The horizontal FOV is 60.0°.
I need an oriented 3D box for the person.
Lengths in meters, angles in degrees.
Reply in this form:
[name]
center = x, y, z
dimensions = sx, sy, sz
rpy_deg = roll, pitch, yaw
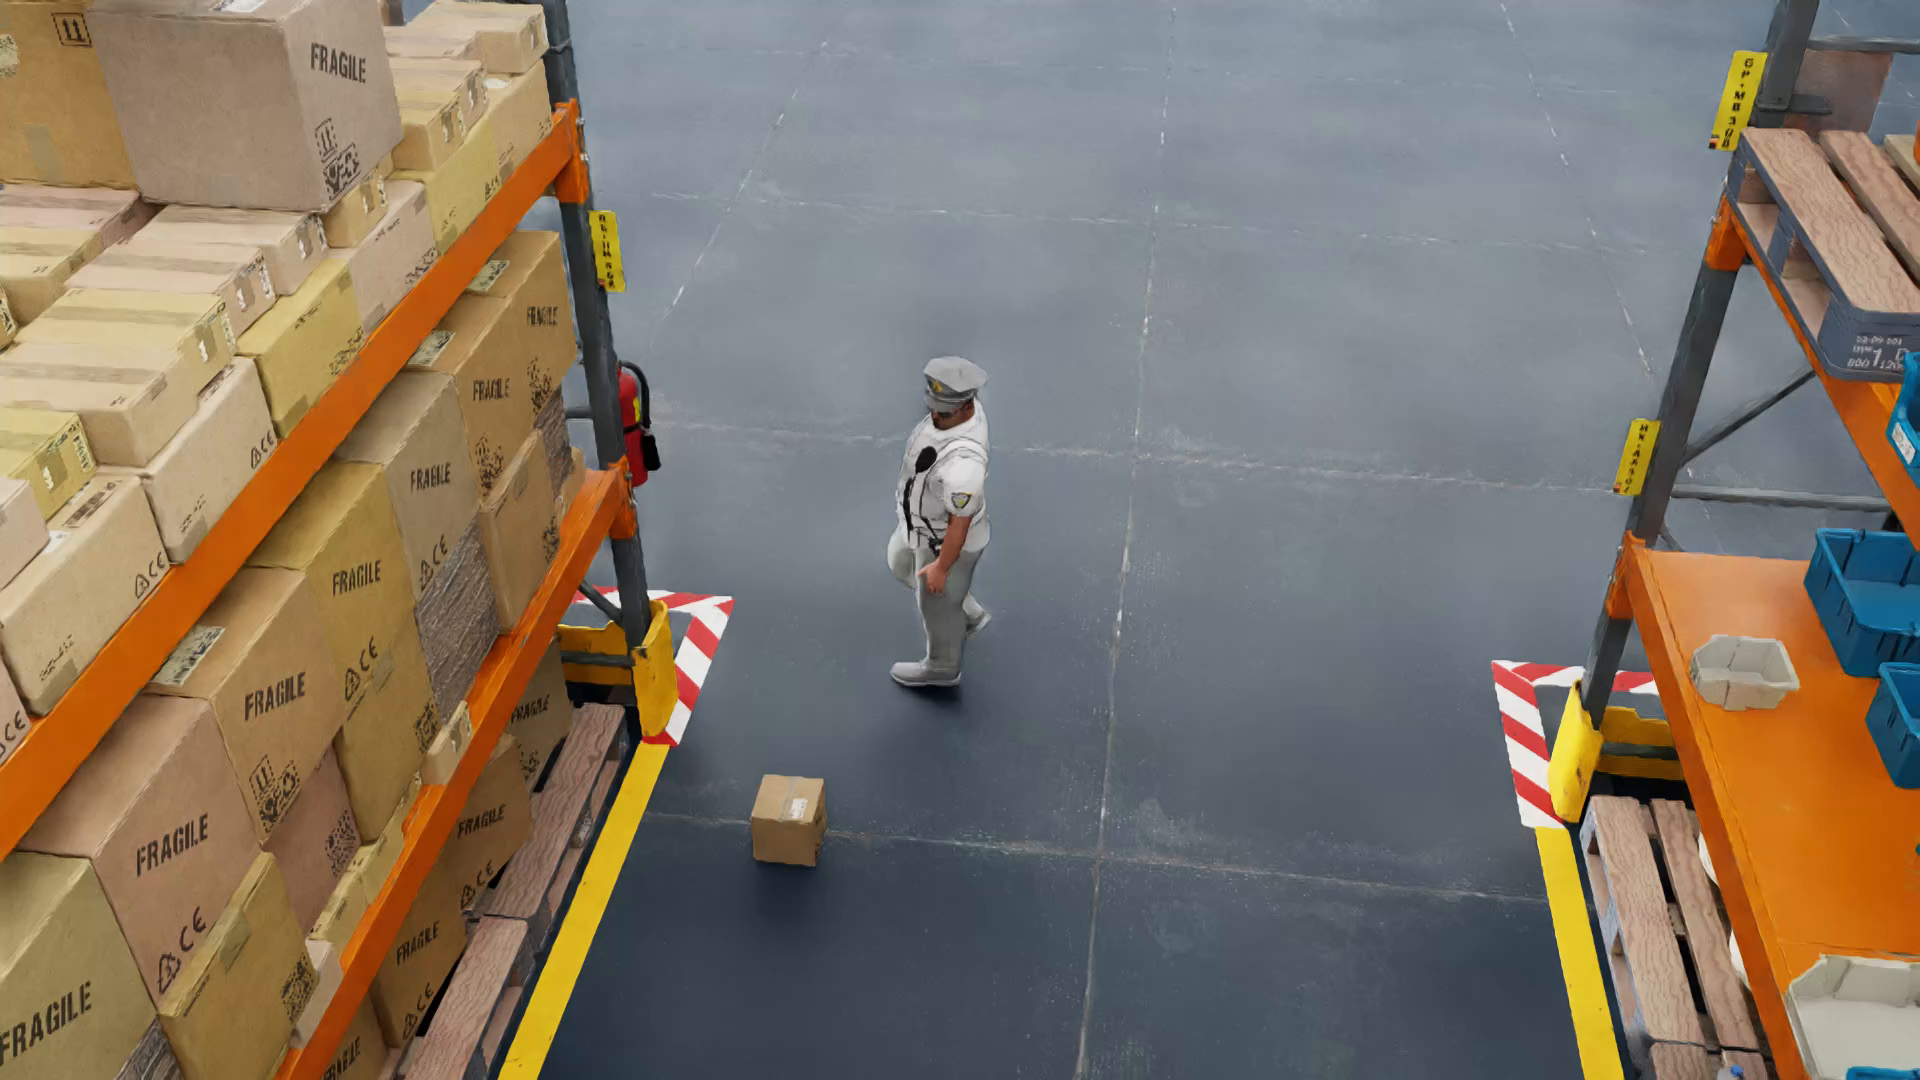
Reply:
[person]
center = -0.077, -0.050, 7.100
dimensions = 0.476, 1.748, 0.690
rpy_deg = -3, 36, -4
